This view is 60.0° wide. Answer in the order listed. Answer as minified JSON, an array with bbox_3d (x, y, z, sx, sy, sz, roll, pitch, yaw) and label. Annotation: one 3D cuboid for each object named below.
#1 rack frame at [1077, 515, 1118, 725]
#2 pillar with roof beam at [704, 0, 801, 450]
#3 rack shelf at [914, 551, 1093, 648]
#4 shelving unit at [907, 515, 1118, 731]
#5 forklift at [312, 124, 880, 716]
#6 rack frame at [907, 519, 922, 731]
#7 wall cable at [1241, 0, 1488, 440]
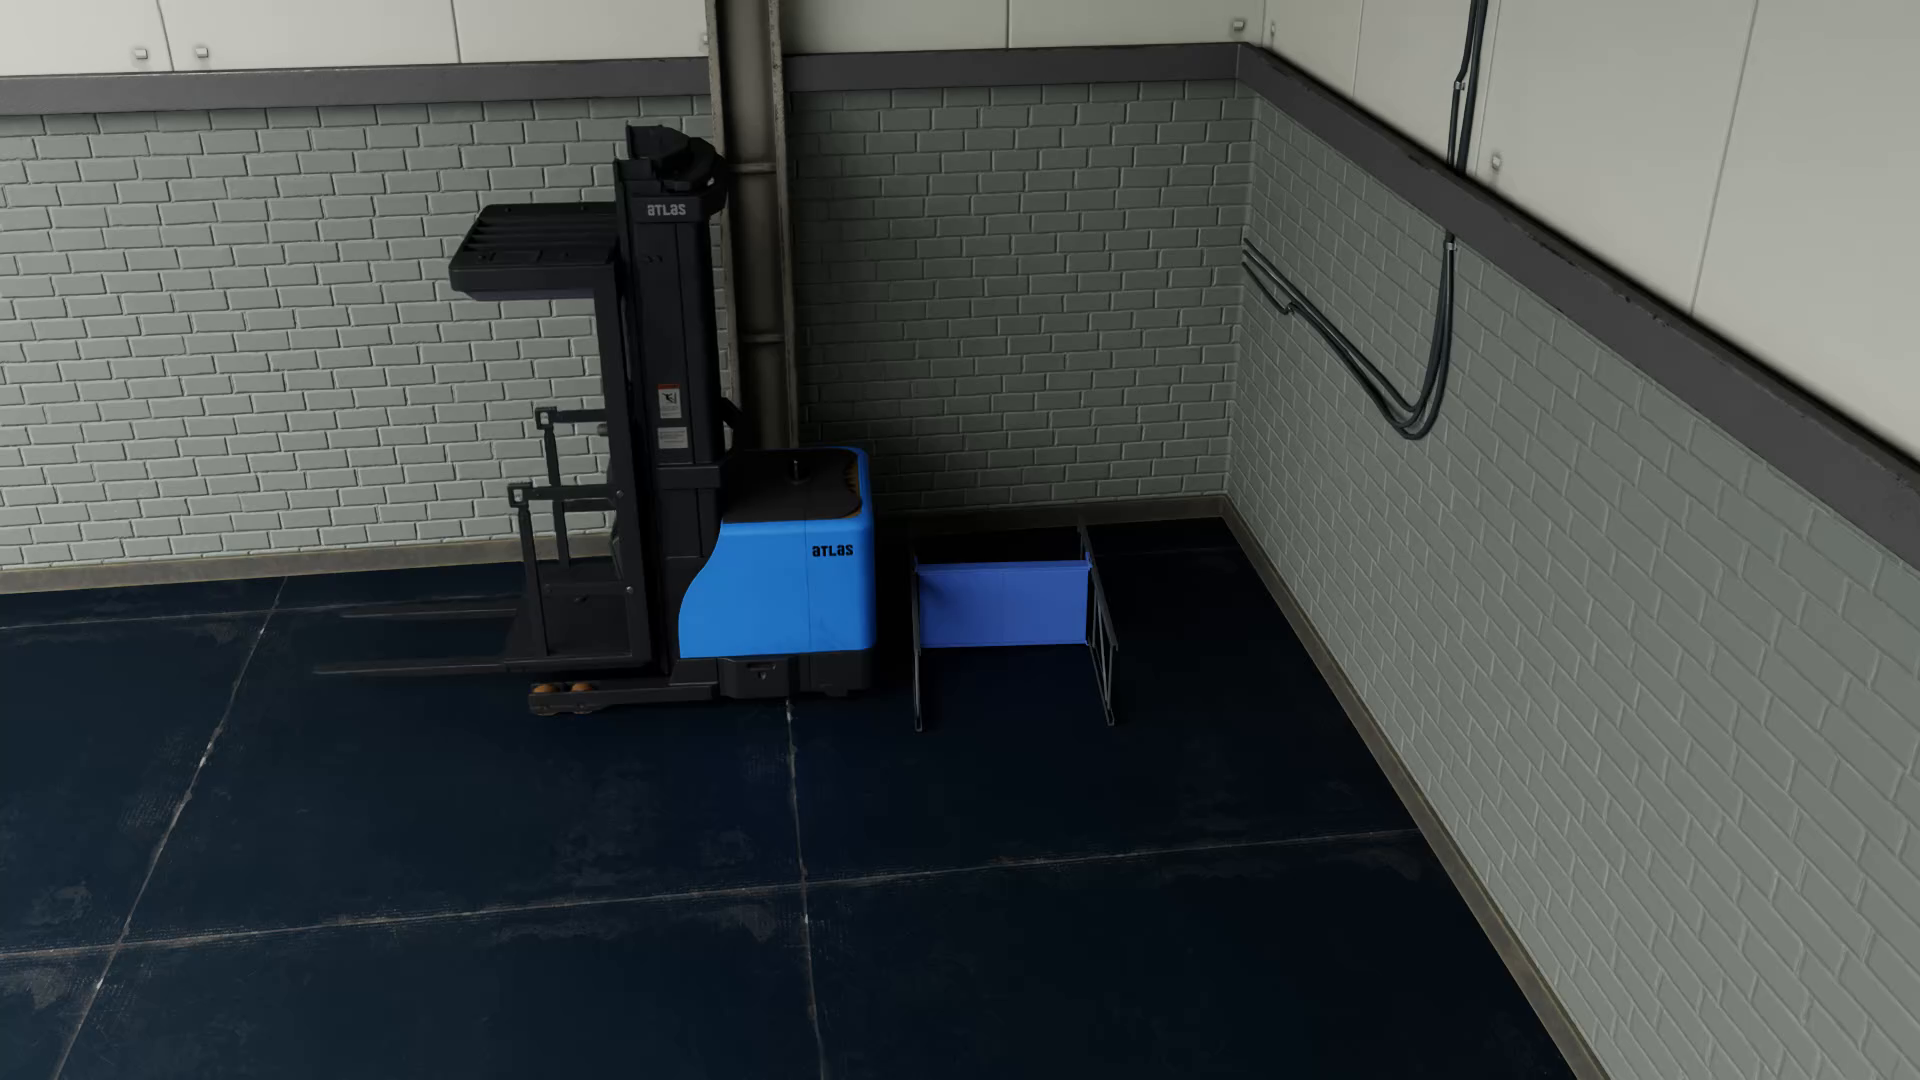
[{"bbox_3d":[0.758,0.417,9.349,0.032,0.500,1.500,-1,27,-3],"label":"rack frame"},{"bbox_3d":[-0.586,-1.972,4.736,0.400,9.000,9.100,-4,27,-7],"label":"pillar with roof beam"},{"bbox_3d":[0.241,0.347,9.484,1.000,0.538,0.185,-1,27,-3],"label":"rack shelf"},{"bbox_3d":[0.250,0.429,9.324,1.048,0.538,1.500,-1,27,-3],"label":"shelving unit"},{"bbox_3d":[-1.983,-0.612,8.732,3.031,2.935,1.130,-2,27,-5],"label":"forklift"},{"bbox_3d":[-0.257,0.442,9.300,0.032,0.500,1.500,-1,27,-3],"label":"rack frame"},{"bbox_3d":[1.916,-2.126,8.437,0.112,2.526,3.097,-4,27,-7],"label":"wall cable"}]
